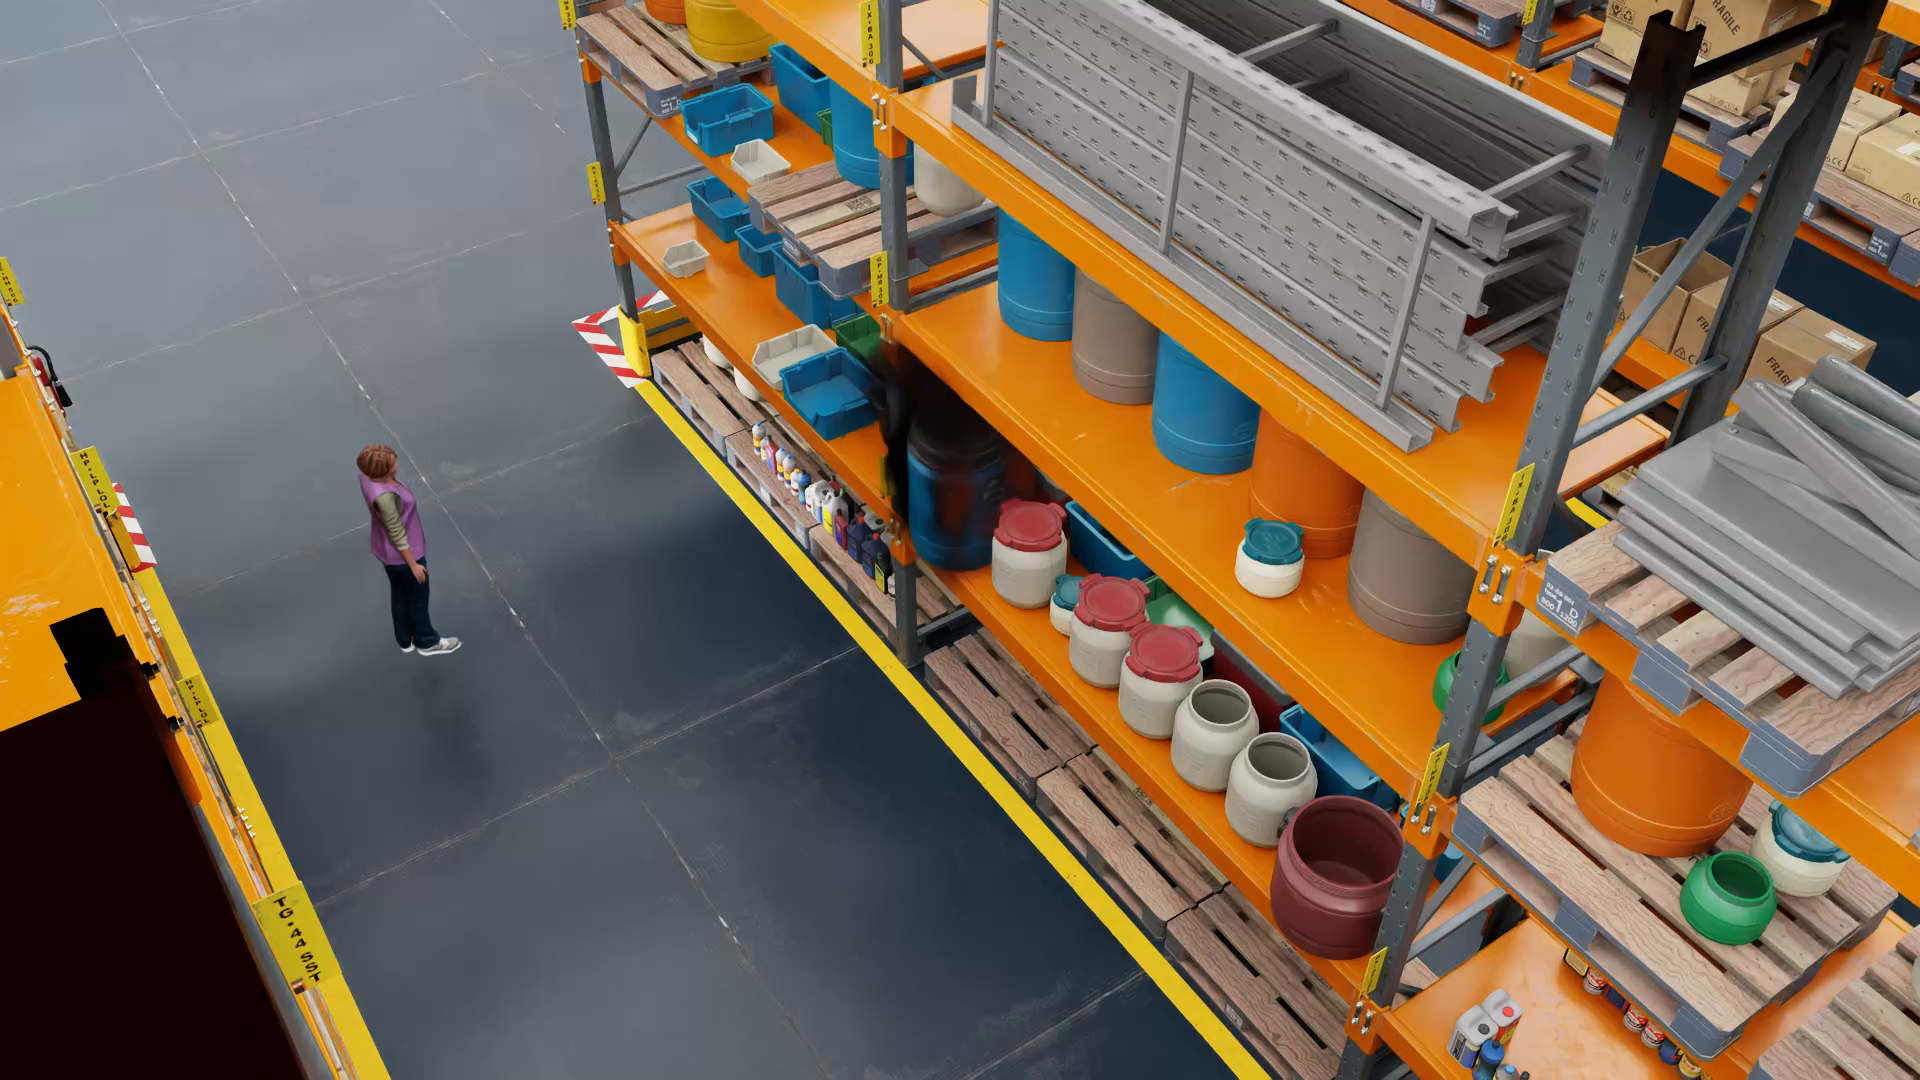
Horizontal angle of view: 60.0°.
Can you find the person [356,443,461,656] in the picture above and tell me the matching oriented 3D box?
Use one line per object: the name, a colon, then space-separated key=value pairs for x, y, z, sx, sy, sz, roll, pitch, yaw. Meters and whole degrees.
person: x=-3.387 y=0.073 z=10.075 sx=0.473 sy=1.621 sz=0.369 roll=31 pitch=51 yaw=29
